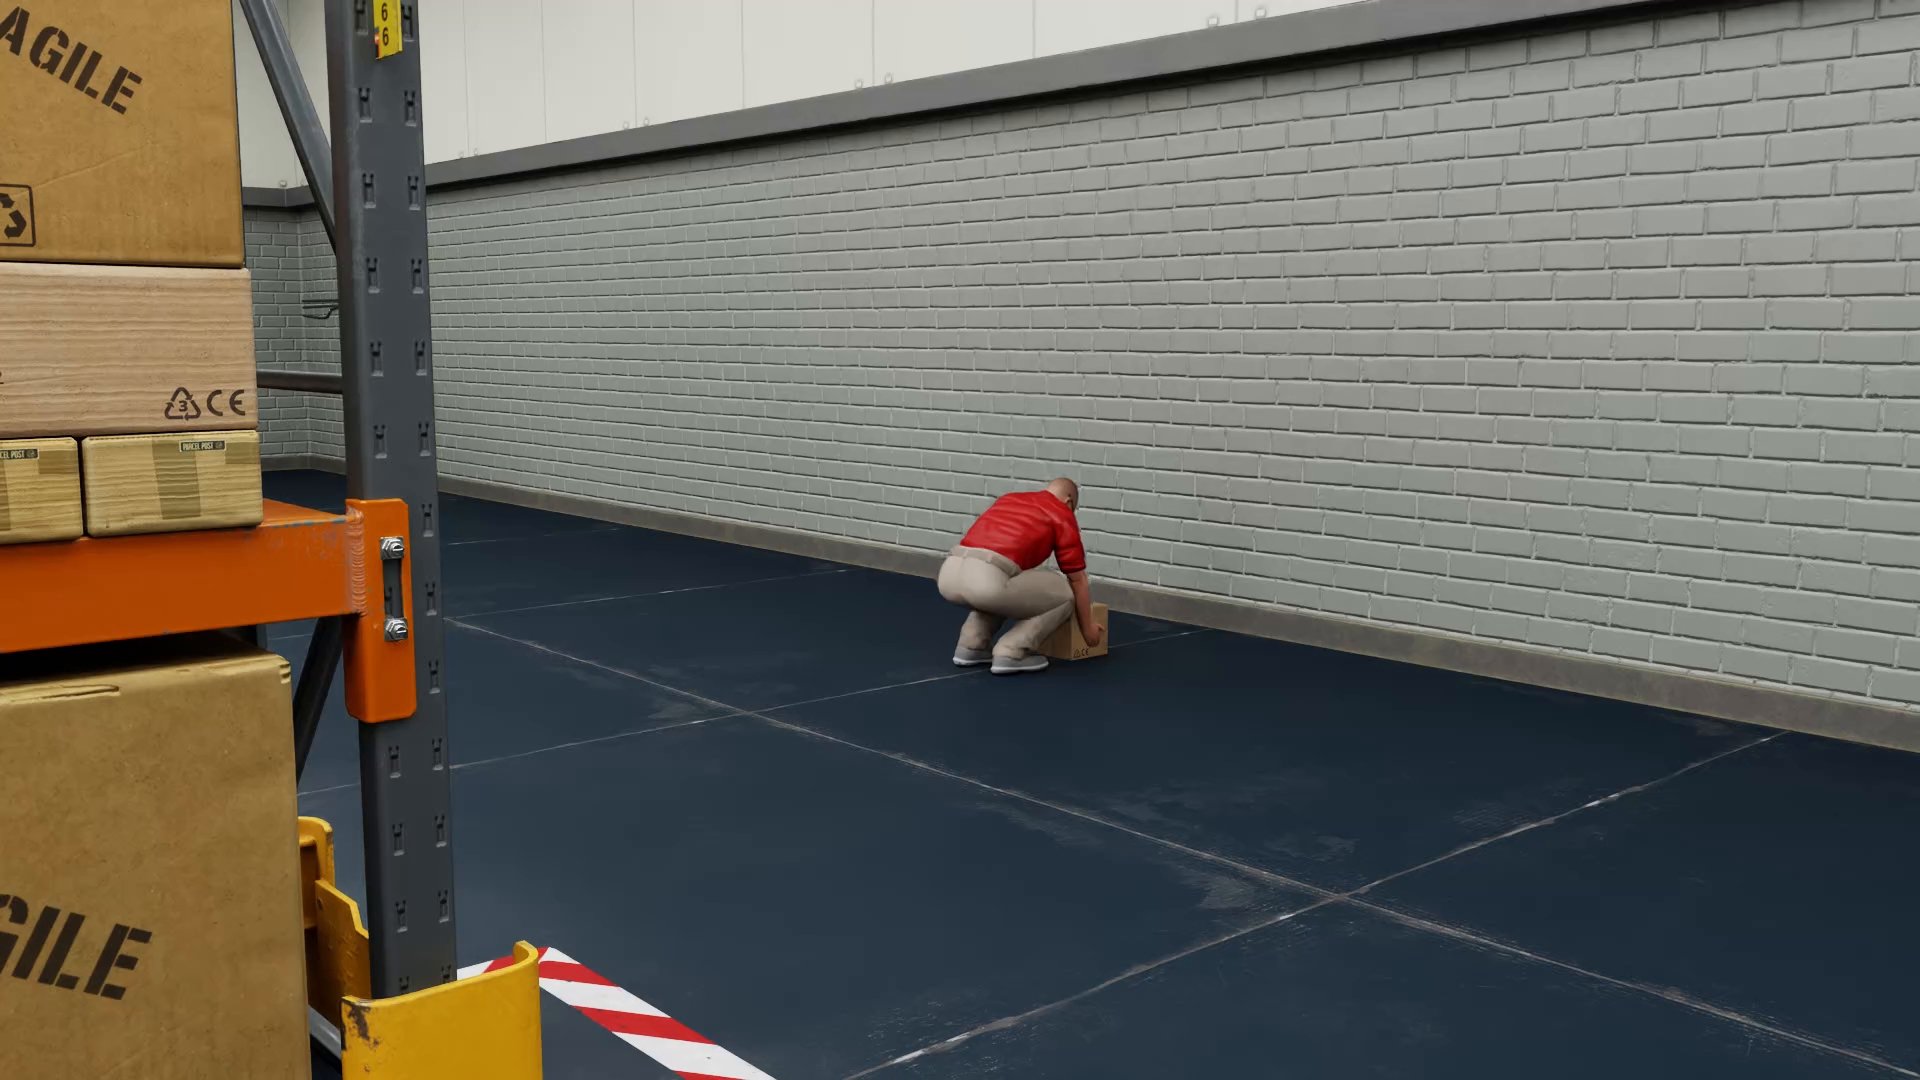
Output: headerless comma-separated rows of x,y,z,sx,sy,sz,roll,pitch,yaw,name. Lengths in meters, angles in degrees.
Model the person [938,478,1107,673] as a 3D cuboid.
0.282,0.162,7.956,0.869,0.876,0.560,-6,10,-41,person
